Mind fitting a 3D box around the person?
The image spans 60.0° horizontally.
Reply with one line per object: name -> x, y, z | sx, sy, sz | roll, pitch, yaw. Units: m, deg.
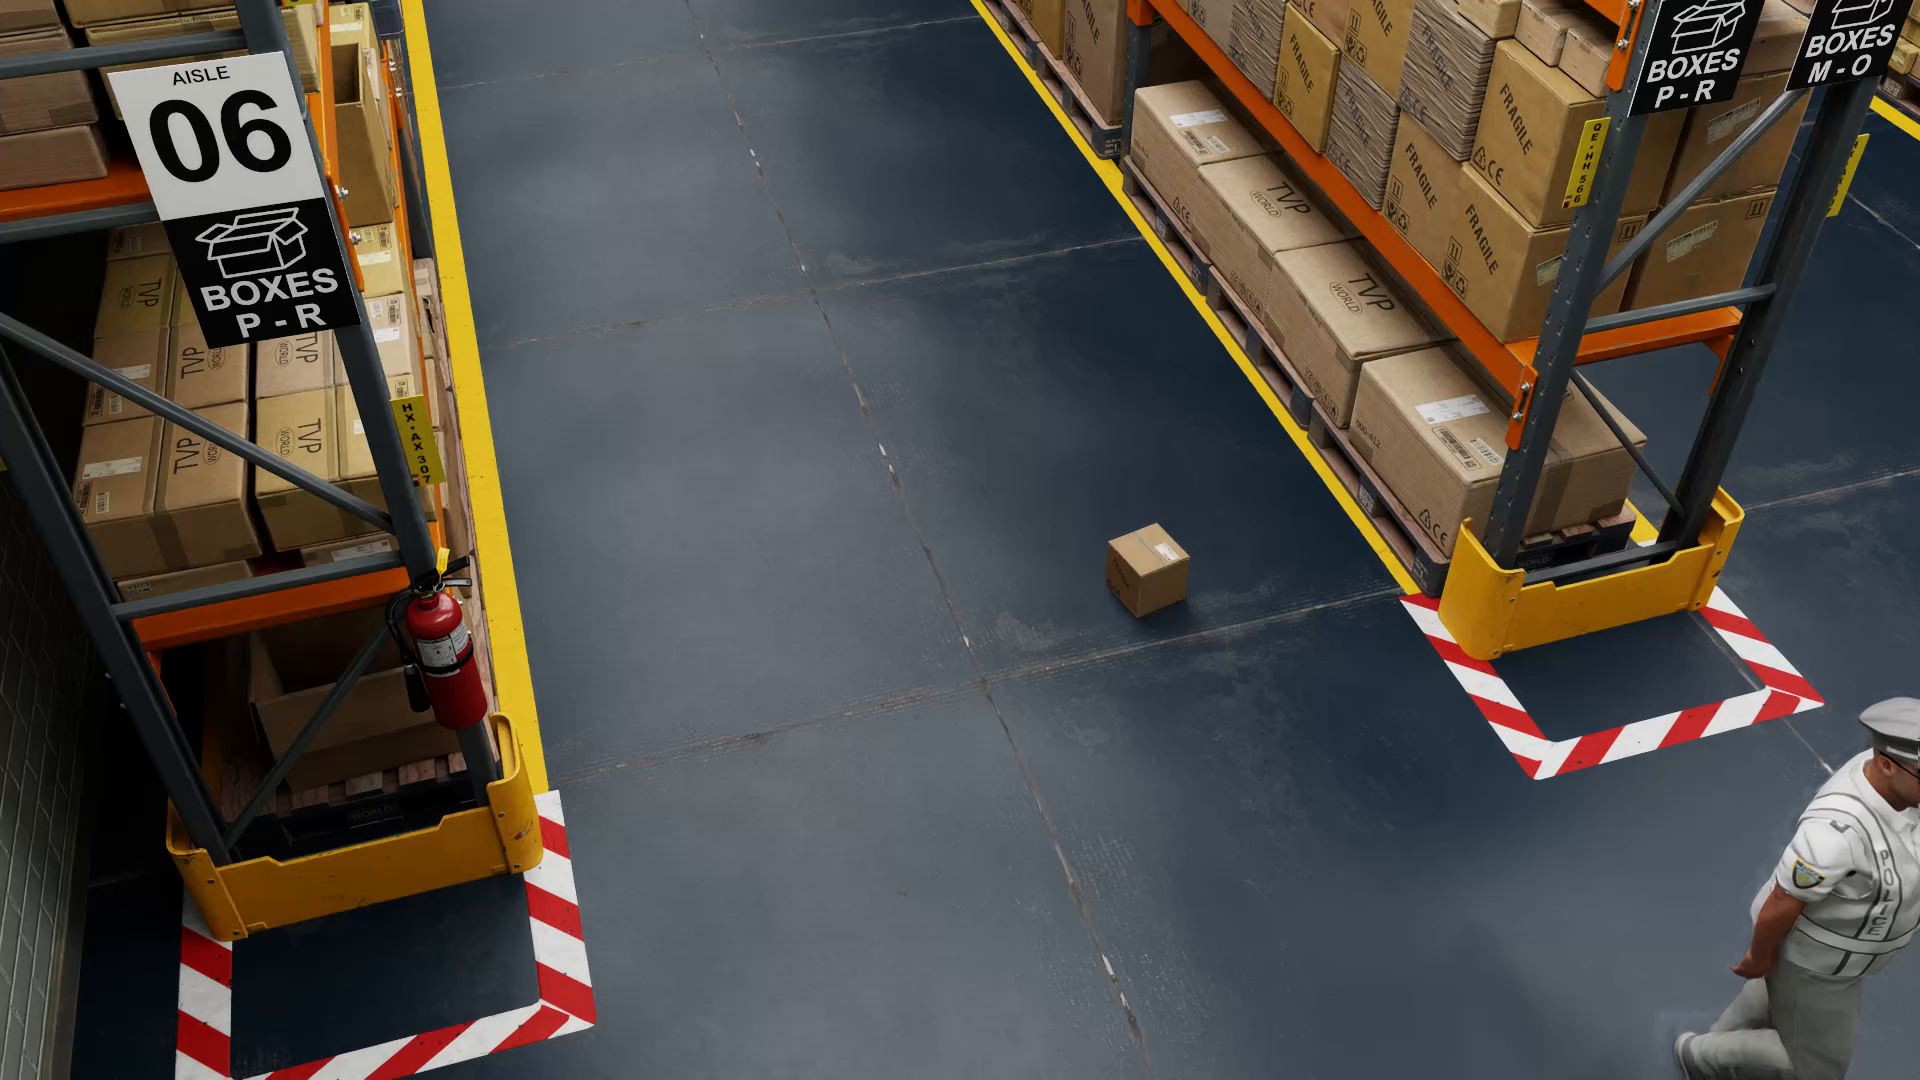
person -> 2.593, 1.187, 4.833 | 0.531, 1.833, 0.476 | -32, 51, -31
